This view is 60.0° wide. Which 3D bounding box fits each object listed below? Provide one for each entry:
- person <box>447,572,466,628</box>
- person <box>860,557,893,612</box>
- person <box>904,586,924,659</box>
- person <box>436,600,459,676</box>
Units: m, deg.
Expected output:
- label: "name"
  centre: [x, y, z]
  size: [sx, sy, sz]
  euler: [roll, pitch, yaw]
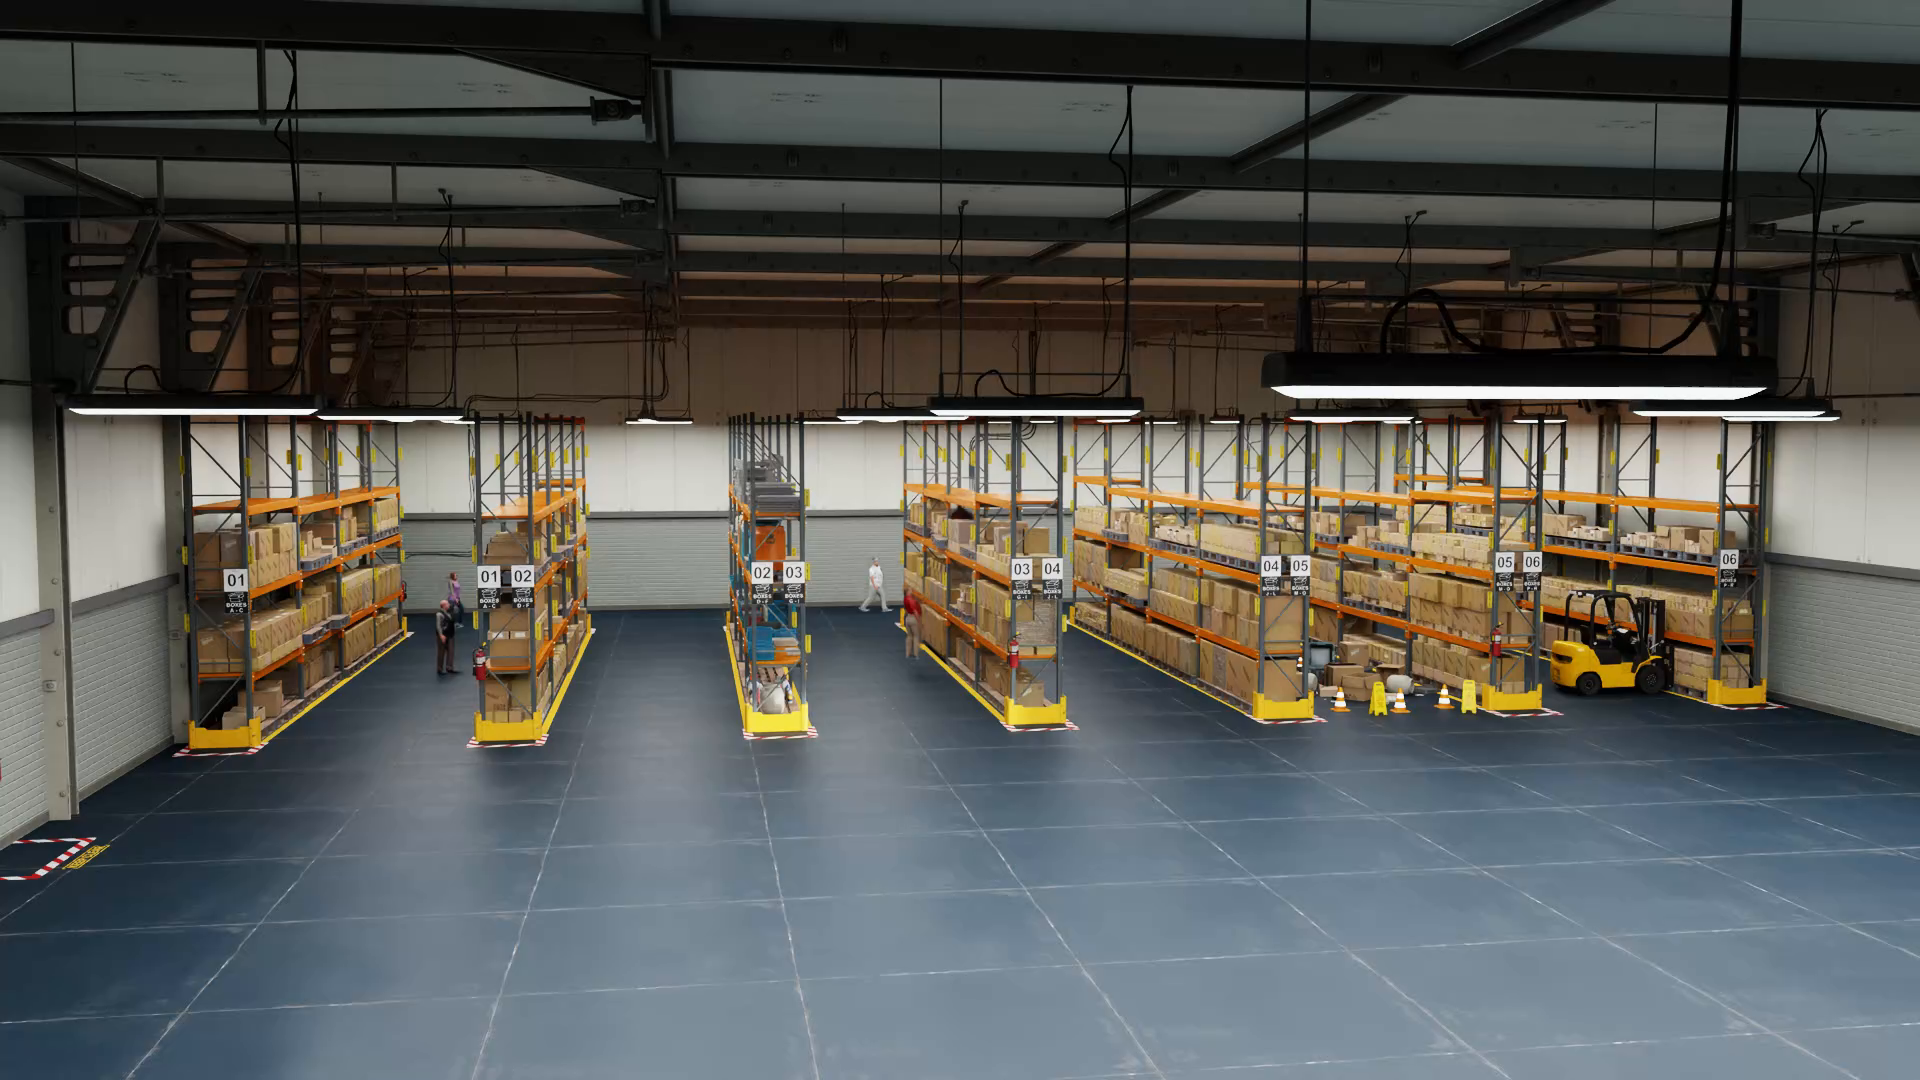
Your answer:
- label: "person"
  centre: [-14.373, 1.713, 47.197]
  size: [0.575, 1.613, 0.478]
  euler: [0, 4, -1]
- label: "person"
  centre: [-2.580, 1.376, 51.245]
  size: [1.006, 1.726, 0.645]
  euler: [1, 4, 9]
- label: "person"
  centre: [-1.082, 1.930, 38.925]
  size: [0.446, 1.700, 0.568]
  euler: [-3, 5, -34]
- label: "person"
  centre: [-11.874, 2.251, 38.429]
  size: [0.476, 1.735, 0.570]
  euler: [2, 5, 32]
